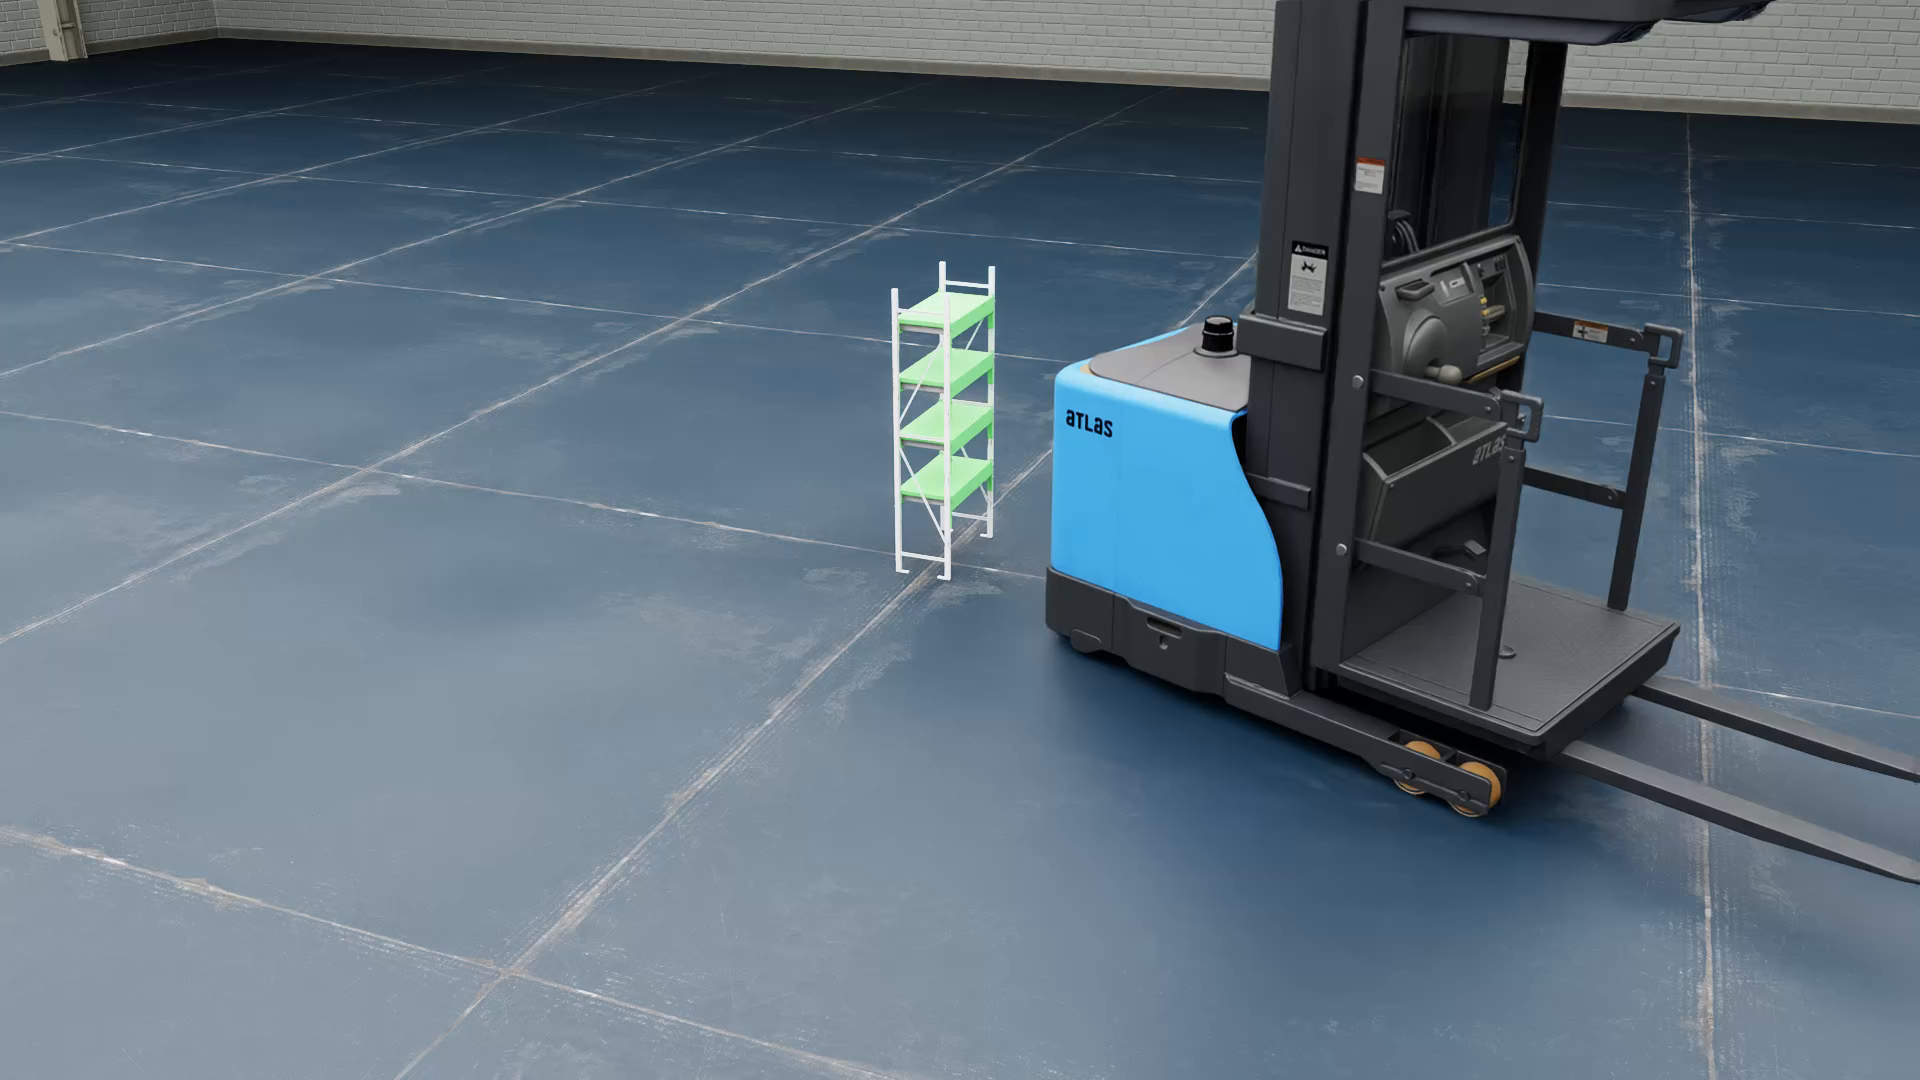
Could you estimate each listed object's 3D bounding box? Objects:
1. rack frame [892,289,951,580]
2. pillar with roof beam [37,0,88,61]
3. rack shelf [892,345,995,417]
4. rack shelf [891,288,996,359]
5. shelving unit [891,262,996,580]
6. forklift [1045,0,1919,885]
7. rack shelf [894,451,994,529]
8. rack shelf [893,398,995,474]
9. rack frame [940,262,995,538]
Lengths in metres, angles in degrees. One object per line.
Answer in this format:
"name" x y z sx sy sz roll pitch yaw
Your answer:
"rack frame" -0.152 -0.407 6.668 0.240 1.200 0.015 9 24 20
"pillar with roof beam" -8.652 -10.365 20.389 9.100 9.000 0.400 9 24 20
"rack shelf" -0.061 -0.657 6.809 0.258 0.148 0.480 9 24 20
"rack shelf" -0.062 -0.878 6.717 0.258 0.148 0.480 9 24 20
"shelving unit" -0.061 -0.494 6.877 0.258 1.200 0.503 9 24 20
"forklift" 1.739 -0.717 5.163 3.031 2.935 1.130 20 30 39
"rack shelf" -0.061 -0.214 6.994 0.258 0.148 0.480 9 24 20
"rack shelf" -0.061 -0.435 6.902 0.258 0.148 0.480 9 24 20
"rack frame" 0.029 -0.582 7.086 0.240 1.200 0.015 9 24 20
